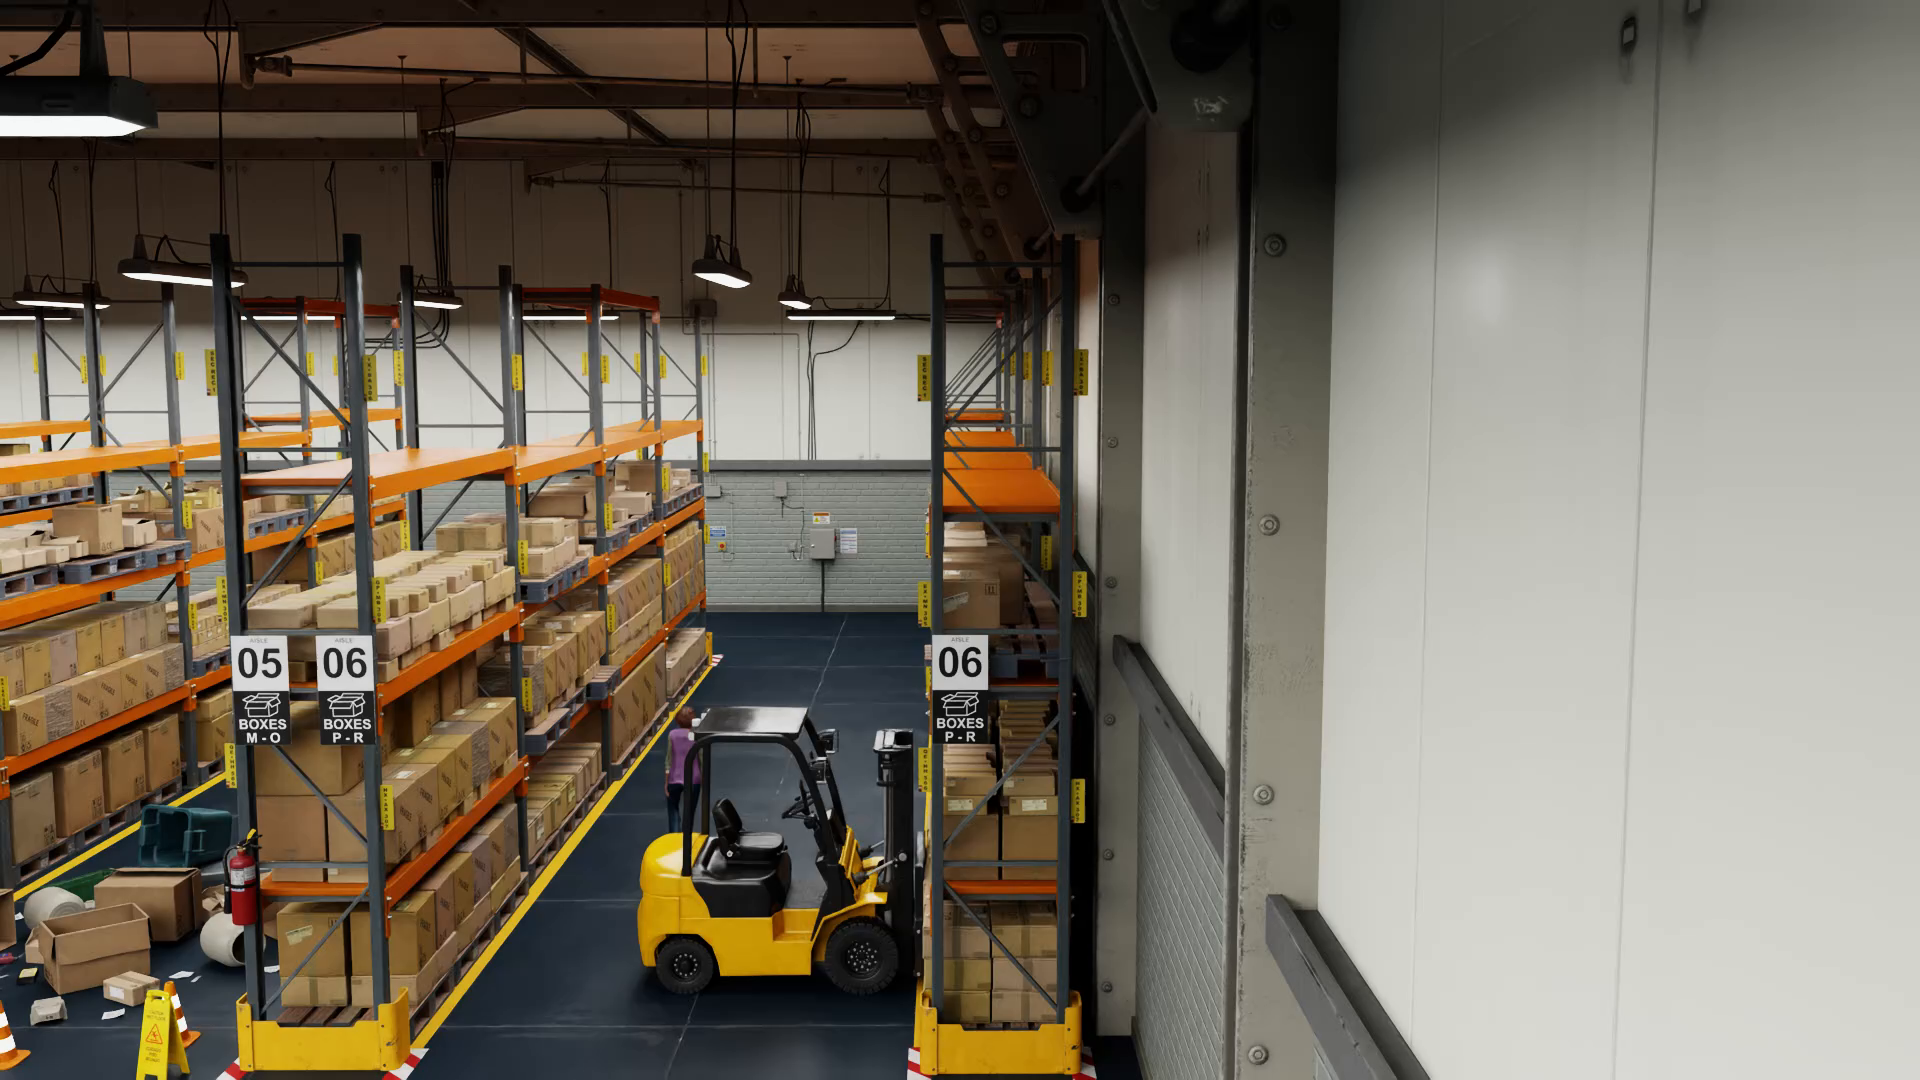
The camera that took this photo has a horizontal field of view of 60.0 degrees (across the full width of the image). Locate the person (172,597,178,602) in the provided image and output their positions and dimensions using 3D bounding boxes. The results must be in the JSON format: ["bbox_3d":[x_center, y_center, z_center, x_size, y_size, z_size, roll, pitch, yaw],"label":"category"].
[{"bbox_3d":[-11.422,1.667,24.213,0.487,1.654,0.459,-2,7,-18],"label":"person"}]

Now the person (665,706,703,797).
[{"bbox_3d":[-2.795,2.493,16.966,0.440,1.605,0.374,-1,6,-6],"label":"person"}]
